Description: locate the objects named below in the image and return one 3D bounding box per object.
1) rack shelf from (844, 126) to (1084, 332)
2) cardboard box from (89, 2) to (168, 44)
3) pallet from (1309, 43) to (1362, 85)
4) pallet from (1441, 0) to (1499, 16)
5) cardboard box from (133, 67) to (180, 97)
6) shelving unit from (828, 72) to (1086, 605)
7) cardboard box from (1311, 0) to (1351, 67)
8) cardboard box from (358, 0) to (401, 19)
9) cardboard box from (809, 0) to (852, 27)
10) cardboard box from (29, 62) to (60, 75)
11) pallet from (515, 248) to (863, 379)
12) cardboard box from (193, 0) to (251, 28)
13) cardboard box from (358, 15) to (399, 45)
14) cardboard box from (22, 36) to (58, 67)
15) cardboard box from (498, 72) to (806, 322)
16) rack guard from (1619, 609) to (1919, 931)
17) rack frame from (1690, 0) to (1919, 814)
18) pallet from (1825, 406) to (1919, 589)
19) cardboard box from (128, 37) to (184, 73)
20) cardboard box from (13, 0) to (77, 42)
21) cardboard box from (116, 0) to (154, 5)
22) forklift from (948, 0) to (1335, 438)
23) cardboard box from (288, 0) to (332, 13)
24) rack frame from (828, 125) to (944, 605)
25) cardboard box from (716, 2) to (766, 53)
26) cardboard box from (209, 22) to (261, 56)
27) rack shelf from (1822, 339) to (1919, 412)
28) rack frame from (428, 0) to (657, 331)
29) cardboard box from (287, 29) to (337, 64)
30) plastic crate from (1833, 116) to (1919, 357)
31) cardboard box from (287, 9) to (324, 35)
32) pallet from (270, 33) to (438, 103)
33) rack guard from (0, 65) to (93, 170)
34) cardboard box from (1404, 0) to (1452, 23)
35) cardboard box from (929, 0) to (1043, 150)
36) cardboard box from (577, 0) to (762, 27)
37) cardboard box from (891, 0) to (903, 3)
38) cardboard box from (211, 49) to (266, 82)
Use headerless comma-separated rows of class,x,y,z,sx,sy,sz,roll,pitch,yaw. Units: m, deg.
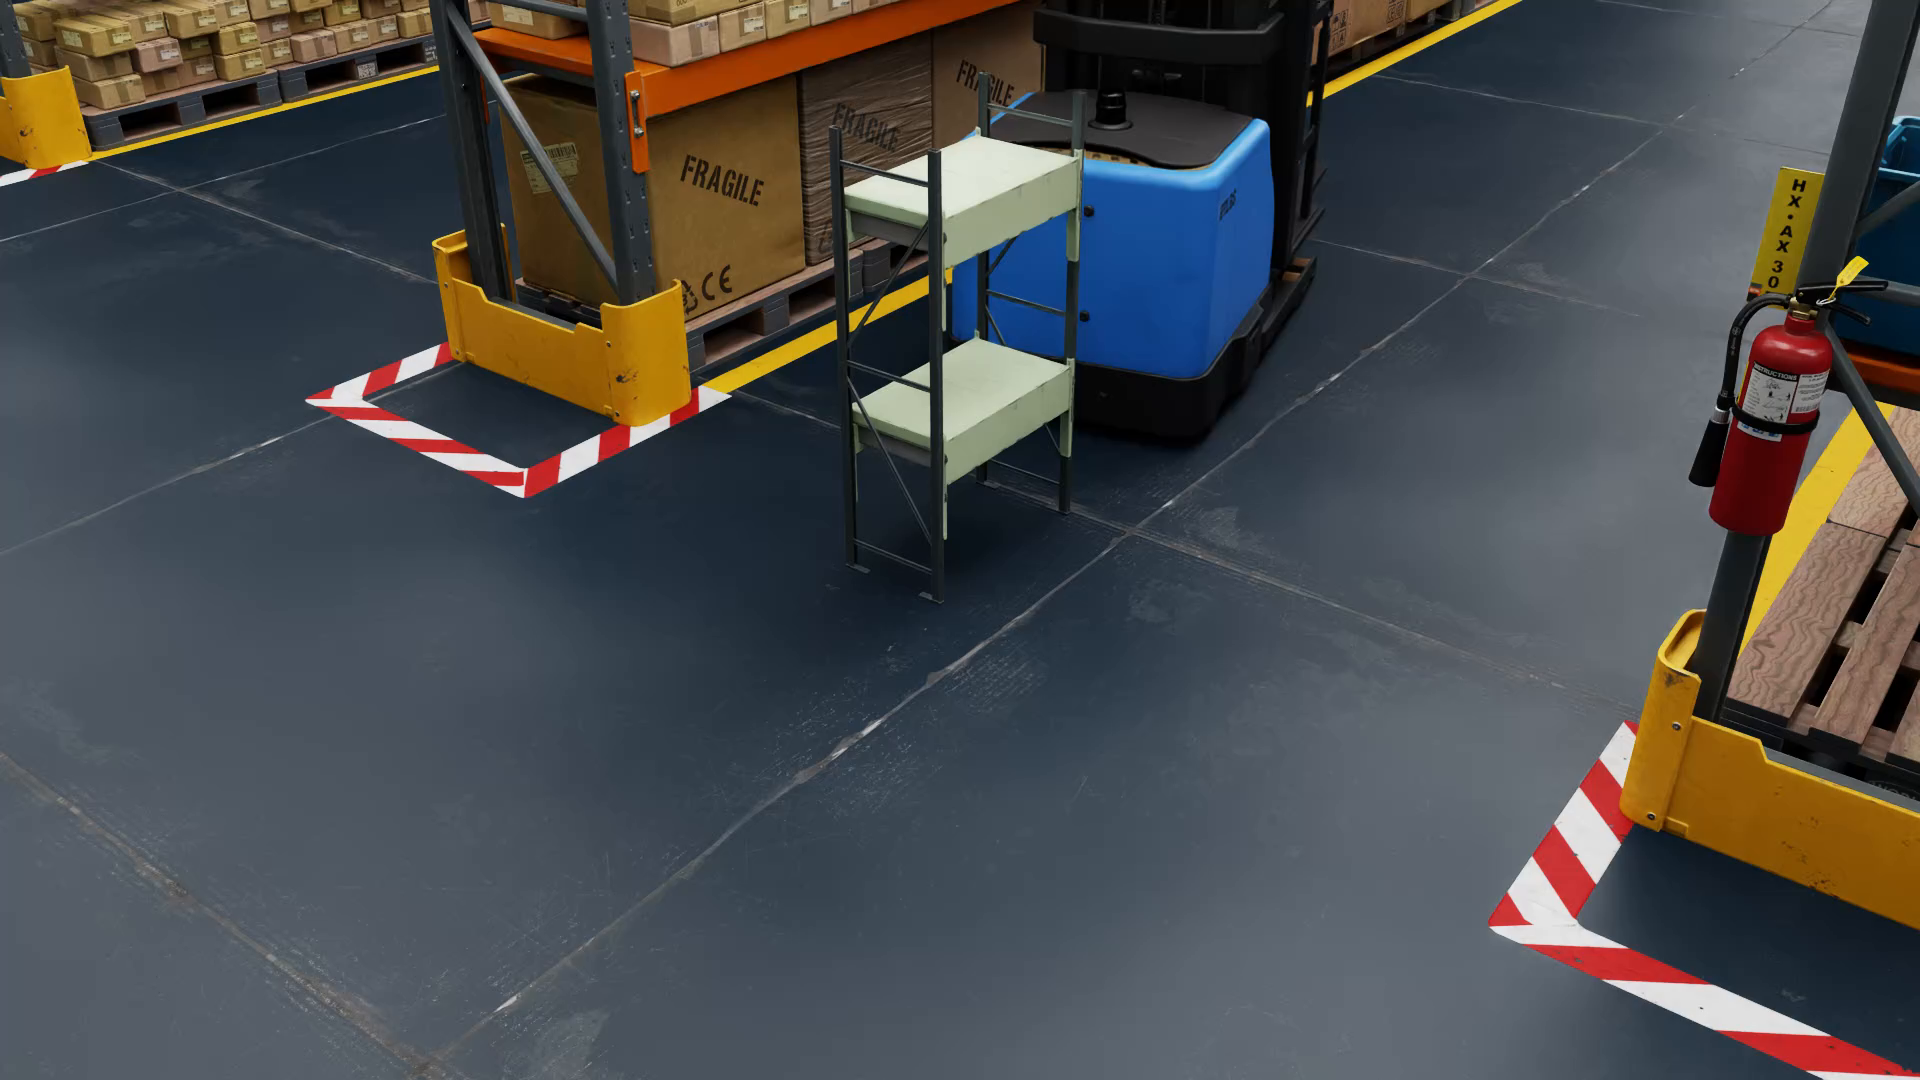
rack shelf,0.004,-0.984,5.173,0.431,0.370,0.720,21,37,31
cardboard box,-4.846,-3.013,9.693,0.380,0.149,0.250,22,37,32
pallet,1.946,-3.239,11.008,1.003,0.211,1.213,21,37,31
pallet,3.692,-4.347,12.878,1.003,0.211,1.213,21,37,31
cardboard box,-4.839,-2.746,9.825,0.380,0.149,0.250,21,37,31
shelving unit,0.004,-0.648,5.372,0.431,1.500,0.755,21,37,31
cardboard box,1.714,-3.500,10.386,1.225,0.875,0.875,20,36,30
cardboard box,-3.872,-3.515,10.832,0.380,0.149,0.250,19,36,29
cardboard box,-0.668,-2.228,6.813,0.380,0.149,0.250,20,36,31
cardboard box,-5.352,-2.778,9.879,0.380,0.149,0.250,22,37,32
pallet,-1.190,-1.127,7.445,1.003,0.211,1.213,21,37,31
cardboard box,-4.508,-3.202,10.012,0.380,0.149,0.250,19,36,29
cardboard box,-3.890,-3.355,10.854,0.380,0.149,0.250,22,37,32
cardboard box,-5.412,-2.930,9.844,0.380,0.149,0.250,20,36,30
cardboard box,-1.287,-1.529,7.060,0.875,0.875,0.875,21,37,31
rack guard,2.335,0.636,4.187,1.175,0.500,0.348,21,37,31
rack frame,2.339,-0.454,3.573,1.000,3.000,0.127,21,37,31
pallet,3.605,-0.071,5.663,1.003,0.211,1.213,21,37,31
cardboard box,-4.772,-2.855,9.719,0.380,0.149,0.250,21,37,31
cardboard box,-5.386,-3.049,9.753,0.380,0.149,0.250,22,37,32
cardboard box,-5.133,-3.278,10.139,0.380,0.149,0.250,20,36,30
forklift,0.998,-2.382,6.894,1.130,2.935,3.031,12,33,20
cardboard box,-4.137,-3.405,10.354,0.380,0.149,0.250,22,37,32
rack frame,-0.217,-0.499,5.121,0.400,1.500,0.023,21,37,31
cardboard box,-0.979,-2.017,6.458,0.380,0.149,0.250,21,36,31
cardboard box,-4.453,-3.053,10.052,0.380,0.149,0.250,22,37,33
rack shelf,3.546,-0.957,5.128,1.077,0.370,4.000,21,37,31
rack frame,-1.610,-1.978,6.145,1.000,3.000,0.127,21,37,31
cardboard box,-4.155,-3.126,10.468,0.380,0.149,0.250,19,36,29
plastic crate,2.392,-0.688,3.875,0.616,0.435,0.499,21,37,31
cardboard box,-4.238,-3.313,10.491,0.380,0.149,0.250,23,38,34
pallet,-4.202,-3.190,10.925,1.003,0.211,1.213,21,37,31
rack guard,-5.457,-2.501,9.480,1.175,0.500,0.348,21,37,31
cardboard box,2.786,-4.222,11.604,1.225,0.875,0.875,19,36,29
cardboard box,-0.201,-2.261,8.295,0.875,0.875,0.875,21,37,31
cardboard box,-1.105,-2.153,6.297,0.500,0.250,0.500,20,36,30
cardboard box,-0.358,-2.436,7.164,0.380,0.149,0.250,21,36,31
cardboard box,-4.453,-2.919,10.117,0.380,0.149,0.250,22,37,32
